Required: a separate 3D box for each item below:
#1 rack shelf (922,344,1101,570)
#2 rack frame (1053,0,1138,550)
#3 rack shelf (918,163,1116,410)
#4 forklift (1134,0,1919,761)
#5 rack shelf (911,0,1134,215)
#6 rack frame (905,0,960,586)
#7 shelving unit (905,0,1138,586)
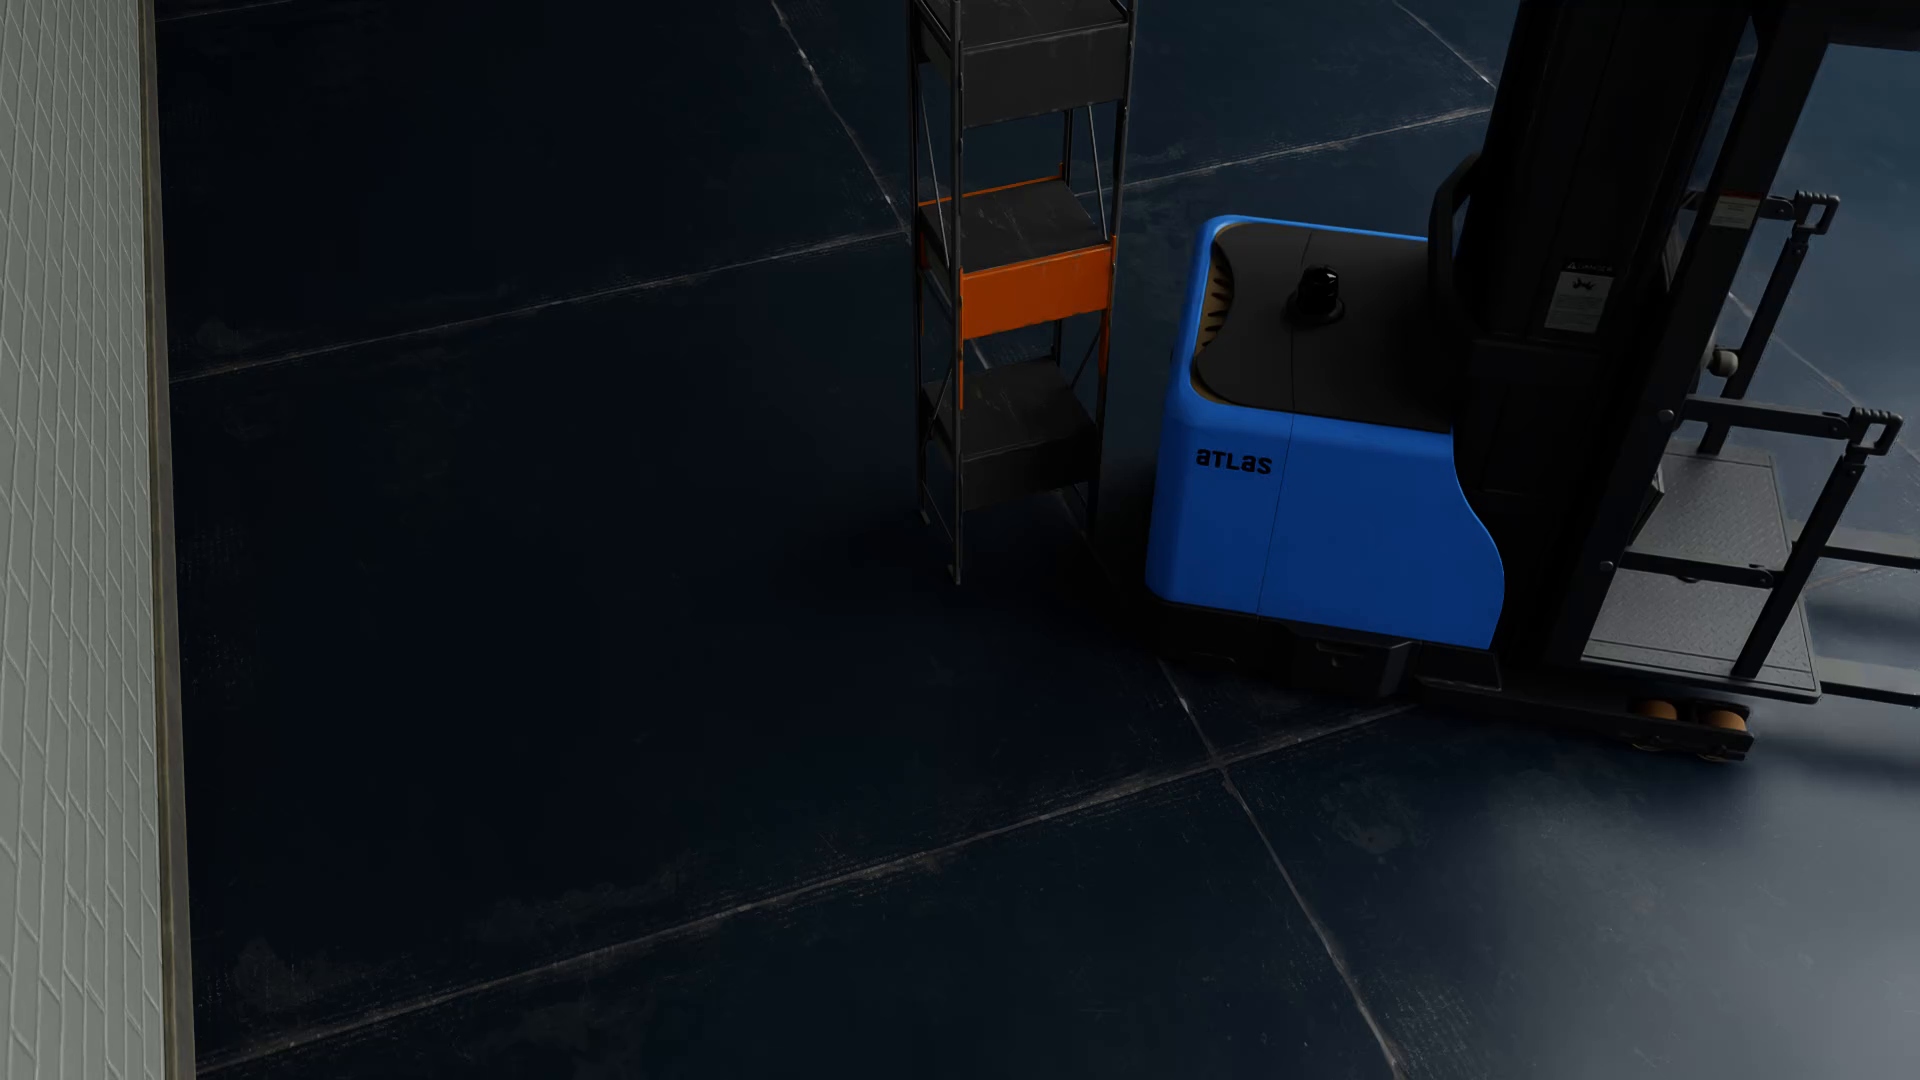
[{"bbox_3d":[0.156,-0.277,5.551,0.480,0.518,0.431,-14,47,-14],"label":"rack shelf"},{"bbox_3d":[0.385,-0.840,5.104,0.015,2.100,0.400,-14,47,-14],"label":"rack frame"},{"bbox_3d":[0.156,-0.771,5.056,0.480,0.518,0.431,-14,47,-14],"label":"rack shelf"},{"bbox_3d":[2.132,-0.773,4.451,3.031,2.935,1.130,8,46,8],"label":"forklift"},{"bbox_3d":[0.156,-1.266,4.560,0.480,0.518,0.431,-14,47,-14],"label":"rack shelf"},{"bbox_3d":[-0.074,-0.722,4.987,0.015,2.100,0.400,-14,47,-14],"label":"rack frame"},{"bbox_3d":[0.156,-0.781,5.046,0.503,2.100,0.431,-14,47,-14],"label":"shelving unit"}]
